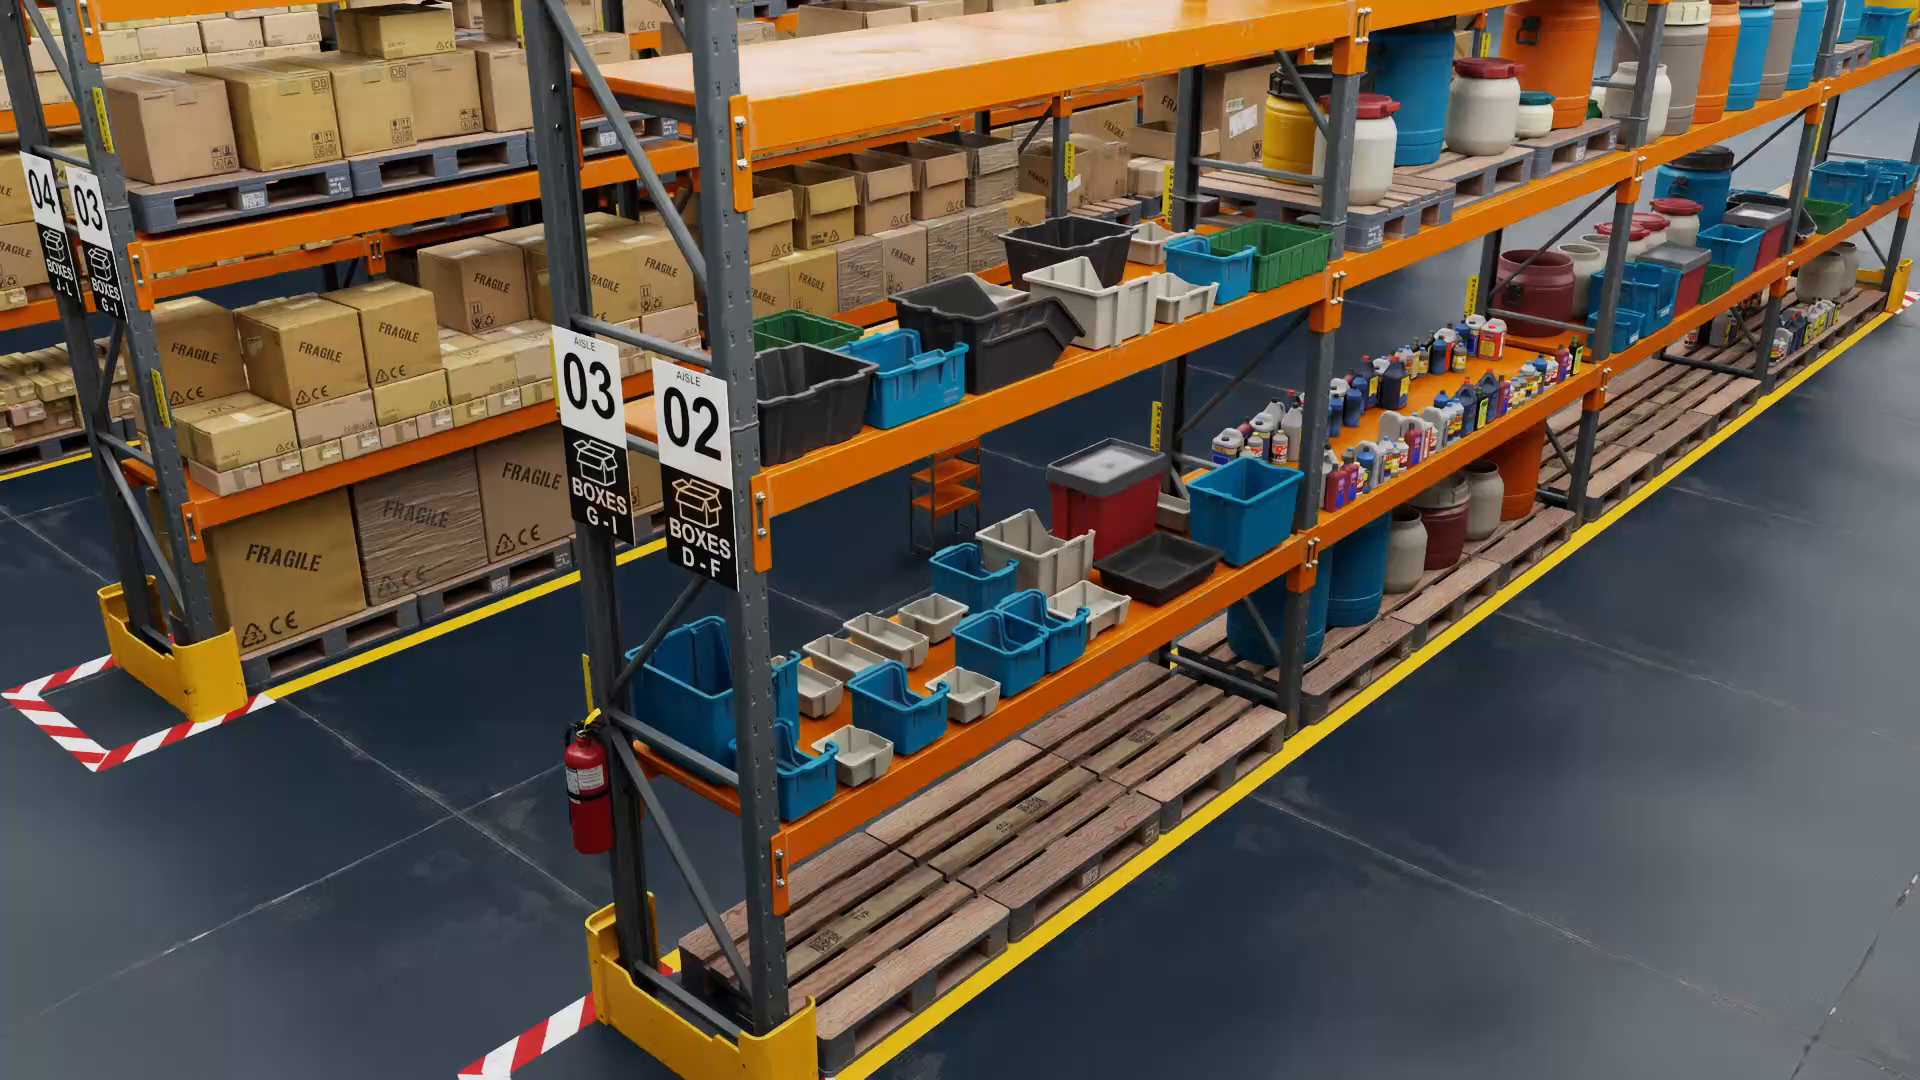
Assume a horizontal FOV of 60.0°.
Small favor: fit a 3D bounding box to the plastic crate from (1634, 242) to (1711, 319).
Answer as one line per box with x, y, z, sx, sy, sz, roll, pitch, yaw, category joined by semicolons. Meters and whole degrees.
5.537;-2.020;12.982;0.402;0.464;0.583;20;31;38;plastic crate

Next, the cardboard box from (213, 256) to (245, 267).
-6.433;-2.499;14.437;0.380;0.149;0.250;19;30;35;cardboard box

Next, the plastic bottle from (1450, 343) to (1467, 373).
3.497;-1.279;11.650;0.097;0.201;0.097;0;24;0;plastic bottle

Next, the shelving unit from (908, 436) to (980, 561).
-0.110;-0.497;11.863;0.258;1.200;0.503;20;31;38;shelving unit

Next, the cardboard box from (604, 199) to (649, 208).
-3.725;-3.569;18.140;0.500;0.250;0.500;18;30;35;cardboard box

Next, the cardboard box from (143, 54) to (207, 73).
-6.561;-3.874;13.713;0.500;0.250;0.500;20;31;37;cardboard box

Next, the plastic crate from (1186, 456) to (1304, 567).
1.503;-0.148;8.832;0.392;0.384;0.575;20;31;38;plastic crate

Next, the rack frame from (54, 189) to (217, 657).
-4.797;-0.497;9.664;1.000;3.000;0.127;20;31;38;rack frame

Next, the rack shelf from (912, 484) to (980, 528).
-0.110;-0.254;11.972;0.258;0.148;0.480;20;31;38;rack shelf

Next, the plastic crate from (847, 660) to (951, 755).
-0.260;0.718;7.084;0.416;0.233;0.300;20;31;38;plastic crate

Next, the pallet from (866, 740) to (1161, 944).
0.285;1.517;8.580;1.003;0.211;1.213;20;31;38;pallet

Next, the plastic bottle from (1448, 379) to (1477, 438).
3.166;-0.838;10.484;0.144;0.351;0.185;20;31;38;plastic bottle

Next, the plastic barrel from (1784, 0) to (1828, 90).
6.722;-4.184;13.608;0.600;0.901;0.708;20;31;38;plastic barrel

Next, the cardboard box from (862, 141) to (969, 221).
-0.395;-3.022;13.946;0.797;0.503;0.637;21;32;39;cardboard box

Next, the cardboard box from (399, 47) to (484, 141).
-3.422;-2.830;10.442;0.700;0.500;0.500;22;32;40;cardboard box

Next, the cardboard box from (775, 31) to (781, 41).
-3.005;-7.407;24.590;0.500;0.500;0.500;20;31;37;cardboard box

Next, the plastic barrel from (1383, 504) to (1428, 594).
2.852;0.056;10.959;0.421;0.512;0.421;0;24;0;plastic barrel

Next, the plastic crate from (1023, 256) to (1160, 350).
0.600;-1.051;7.376;0.437;0.282;0.530;20;31;38;plastic crate

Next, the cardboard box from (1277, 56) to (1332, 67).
3.701;-4.859;17.683;0.500;0.500;0.500;20;31;38;cardboard box

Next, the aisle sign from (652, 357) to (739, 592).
-0.936;-0.228;5.886;0.394;0.787;0.004;20;31;38;aisle sign

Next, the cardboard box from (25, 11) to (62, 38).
-7.116;-4.000;12.896;0.380;0.149;0.250;21;32;39;cardboard box

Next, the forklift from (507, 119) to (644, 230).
-3.146;-2.730;14.728;1.130;2.935;3.031;19;31;36;forklift

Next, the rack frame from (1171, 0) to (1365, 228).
1.561;-3.101;8.138;1.000;3.000;0.127;20;31;38;rack frame

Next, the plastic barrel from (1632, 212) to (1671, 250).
5.608;-2.408;13.759;0.433;0.535;0.433;0;24;0;plastic barrel

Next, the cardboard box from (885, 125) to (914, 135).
-0.901;-5.198;20.026;0.500;0.500;0.500;20;31;37;cardboard box

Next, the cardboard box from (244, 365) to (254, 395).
-4.333;-0.939;10.469;0.500;0.250;0.500;19;31;37;cardboard box

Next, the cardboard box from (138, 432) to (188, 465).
-4.805;-0.581;10.158;0.380;0.149;0.250;21;32;38;cardboard box

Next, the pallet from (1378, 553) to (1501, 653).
2.921;0.312;11.268;1.003;0.211;1.213;20;31;38;pallet

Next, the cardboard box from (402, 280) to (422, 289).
-5.063;-2.305;16.237;0.500;0.500;0.500;22;32;39;cardboard box

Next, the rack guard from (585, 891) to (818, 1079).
-1.115;2.007;7.135;1.175;0.500;0.348;20;31;38;rack guard

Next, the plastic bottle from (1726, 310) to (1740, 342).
7.370;-2.060;15.940;0.152;0.276;0.135;20;31;38;plastic bottle

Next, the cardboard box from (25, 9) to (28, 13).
-7.542;-4.156;13.242;0.380;0.149;0.250;21;32;39;cardboard box

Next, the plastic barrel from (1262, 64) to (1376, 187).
2.019;-2.343;9.371;0.600;0.588;0.600;0;24;0;plastic barrel

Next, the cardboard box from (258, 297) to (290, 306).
-6.366;-2.147;15.588;0.380;0.149;0.250;22;32;40;cardboard box

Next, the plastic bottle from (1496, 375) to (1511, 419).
3.515;-0.941;10.796;0.061;0.283;0.133;20;31;38;plastic bottle

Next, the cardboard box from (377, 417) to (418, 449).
-3.630;-0.714;10.455;0.380;0.149;0.250;19;31;37;cardboard box

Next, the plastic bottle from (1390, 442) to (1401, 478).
2.560;-0.479;9.866;0.097;0.201;0.097;0;24;0;plastic bottle

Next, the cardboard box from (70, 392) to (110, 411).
-7.309;-1.214;13.870;0.380;0.149;0.250;21;32;39;cardboard box

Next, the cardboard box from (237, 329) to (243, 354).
-6.443;-1.752;14.706;0.380;0.149;0.250;18;30;35;cardboard box

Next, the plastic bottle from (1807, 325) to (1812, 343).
8.080;-1.995;15.887;0.097;0.201;0.097;0;24;0;plastic bottle

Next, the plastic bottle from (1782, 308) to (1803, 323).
8.030;-2.111;16.055;0.152;0.276;0.135;20;31;38;plastic bottle

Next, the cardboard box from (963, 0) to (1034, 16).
0.188;-4.337;13.921;0.637;0.503;0.797;-22;32;-40;cardboard box

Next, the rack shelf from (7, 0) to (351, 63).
-3.463;-3.333;10.025;1.077;0.370;4.000;20;31;38;rack shelf

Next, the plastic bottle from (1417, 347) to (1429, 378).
3.205;-1.239;11.560;0.097;0.201;0.097;0;24;0;plastic bottle

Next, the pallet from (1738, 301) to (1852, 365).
8.193;-2.095;16.636;1.003;0.211;1.213;20;31;38;pallet

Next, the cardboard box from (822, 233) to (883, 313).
-0.965;-2.139;13.204;0.500;0.500;0.500;19;31;36;cardboard box

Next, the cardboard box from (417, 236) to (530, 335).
-3.316;-1.742;11.342;0.500;0.500;0.500;19;30;36;cardboard box

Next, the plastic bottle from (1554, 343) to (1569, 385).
4.124;-1.219;11.416;0.061;0.283;0.133;20;31;38;plastic bottle

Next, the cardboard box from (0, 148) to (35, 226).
-7.594;-2.740;12.958;0.500;0.500;0.500;21;32;39;cardboard box

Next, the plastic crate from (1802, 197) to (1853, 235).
8.016;-3.041;15.596;0.450;0.188;0.662;20;31;38;plastic crate

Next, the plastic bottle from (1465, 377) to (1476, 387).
3.284;-0.924;10.759;0.061;0.283;0.133;20;31;38;plastic bottle

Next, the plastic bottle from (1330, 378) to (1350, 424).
2.408;-0.892;10.696;0.152;0.276;0.135;20;31;38;plastic bottle

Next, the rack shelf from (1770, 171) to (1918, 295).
8.235;-3.082;16.308;1.077;0.370;4.000;20;31;38;rack shelf

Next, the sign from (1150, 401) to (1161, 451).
1.152;-0.641;9.645;0.100;0.325;0.005;20;31;38;sign

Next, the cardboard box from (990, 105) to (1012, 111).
0.173;-5.896;21.522;0.875;0.550;0.550;20;31;38;cardboard box

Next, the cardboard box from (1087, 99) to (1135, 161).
1.851;-5.755;23.473;0.875;0.875;0.875;20;31;38;cardboard box

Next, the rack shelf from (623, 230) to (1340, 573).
0.226;-0.795;7.540;1.077;0.370;4.000;20;31;38;rack shelf

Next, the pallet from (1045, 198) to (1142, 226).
0.938;-3.093;15.689;1.213;0.211;1.003;20;31;38;pallet
